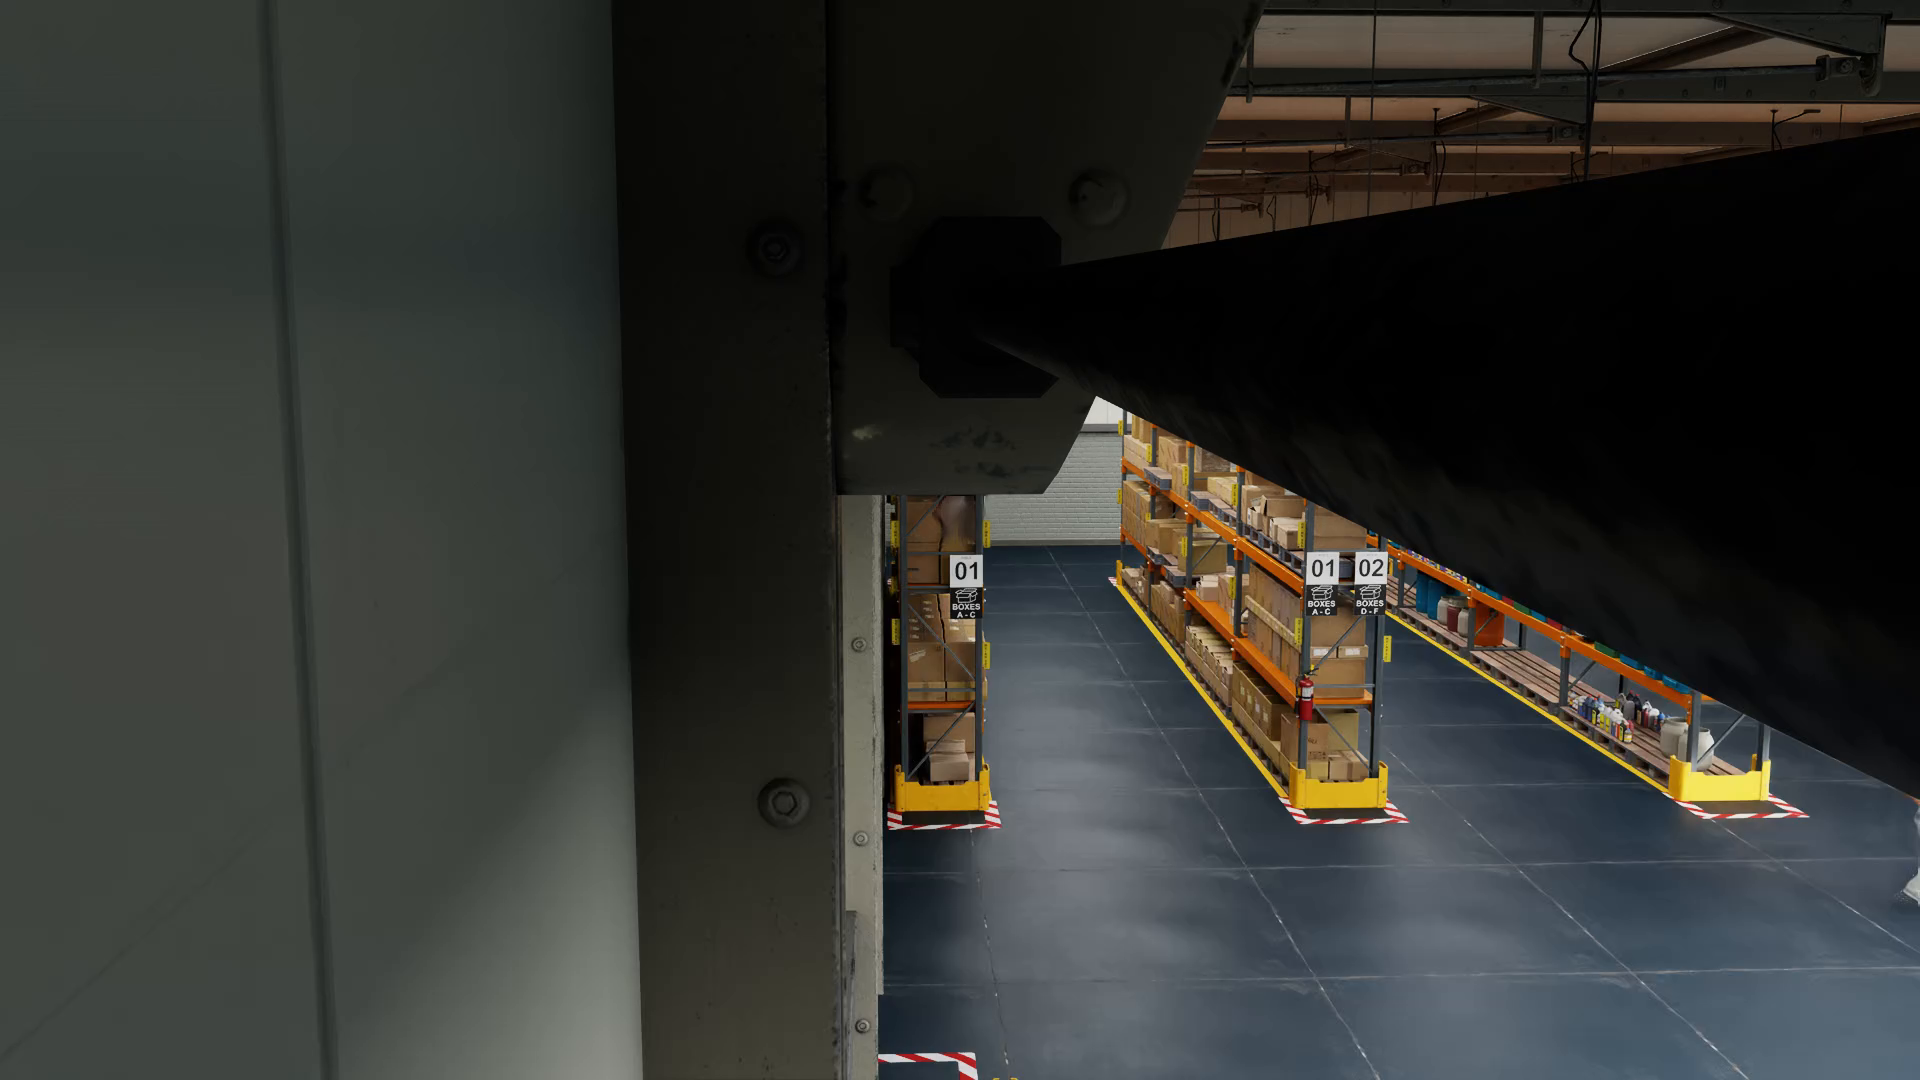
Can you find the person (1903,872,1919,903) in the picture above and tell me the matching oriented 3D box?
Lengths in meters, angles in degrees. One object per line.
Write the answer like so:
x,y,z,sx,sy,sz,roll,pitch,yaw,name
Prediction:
10.182,2.995,17.093,0.793,1.706,0.596,3,9,21,person
